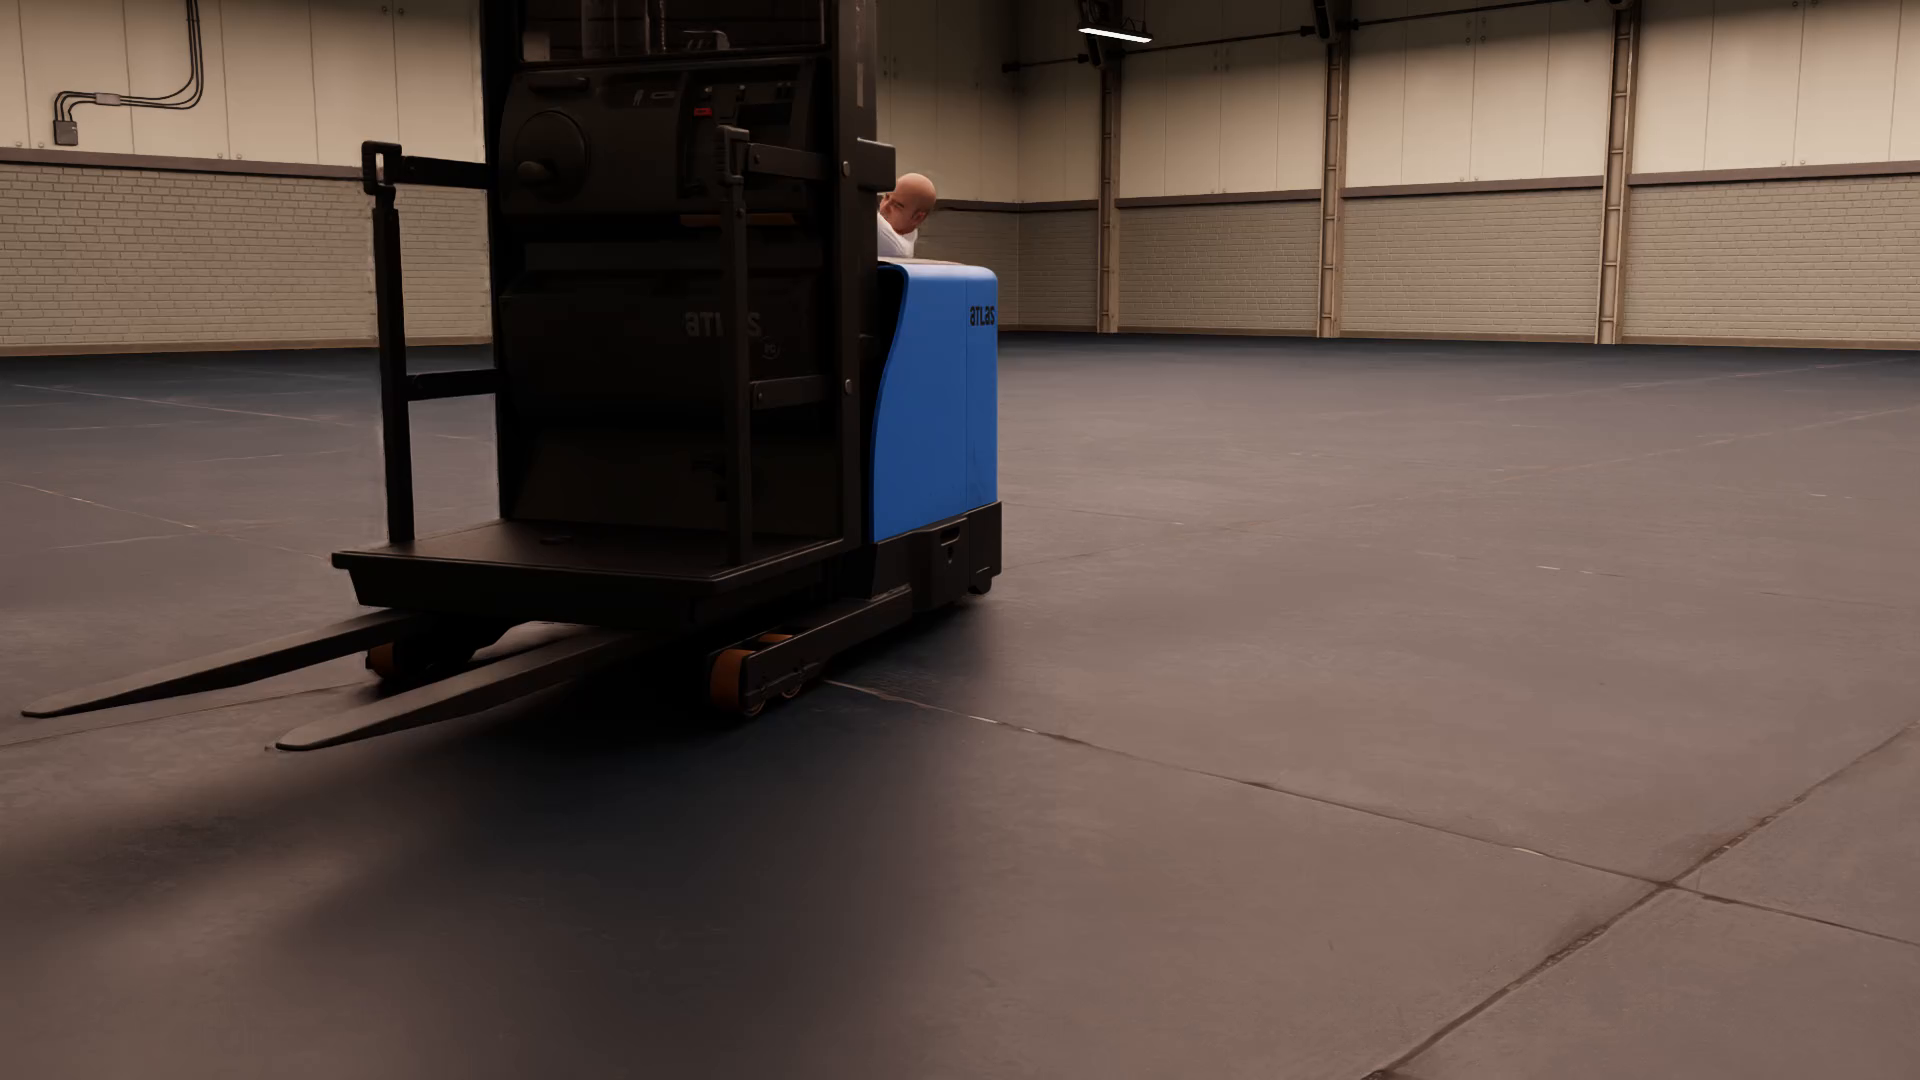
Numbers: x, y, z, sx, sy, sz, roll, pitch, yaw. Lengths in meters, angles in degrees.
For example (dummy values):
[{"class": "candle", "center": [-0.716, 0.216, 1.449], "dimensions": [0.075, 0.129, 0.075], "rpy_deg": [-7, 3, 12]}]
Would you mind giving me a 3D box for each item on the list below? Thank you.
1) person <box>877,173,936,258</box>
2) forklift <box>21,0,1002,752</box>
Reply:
[{"class": "person", "center": [-0.473, -0.865, 6.790], "dimensions": [0.748, 1.714, 1.049], "rpy_deg": [0, 9, -1]}, {"class": "forklift", "center": [-0.879, -1.099, 4.175], "dimensions": [1.130, 2.935, 3.031], "rpy_deg": [3, 9, 21]}]
